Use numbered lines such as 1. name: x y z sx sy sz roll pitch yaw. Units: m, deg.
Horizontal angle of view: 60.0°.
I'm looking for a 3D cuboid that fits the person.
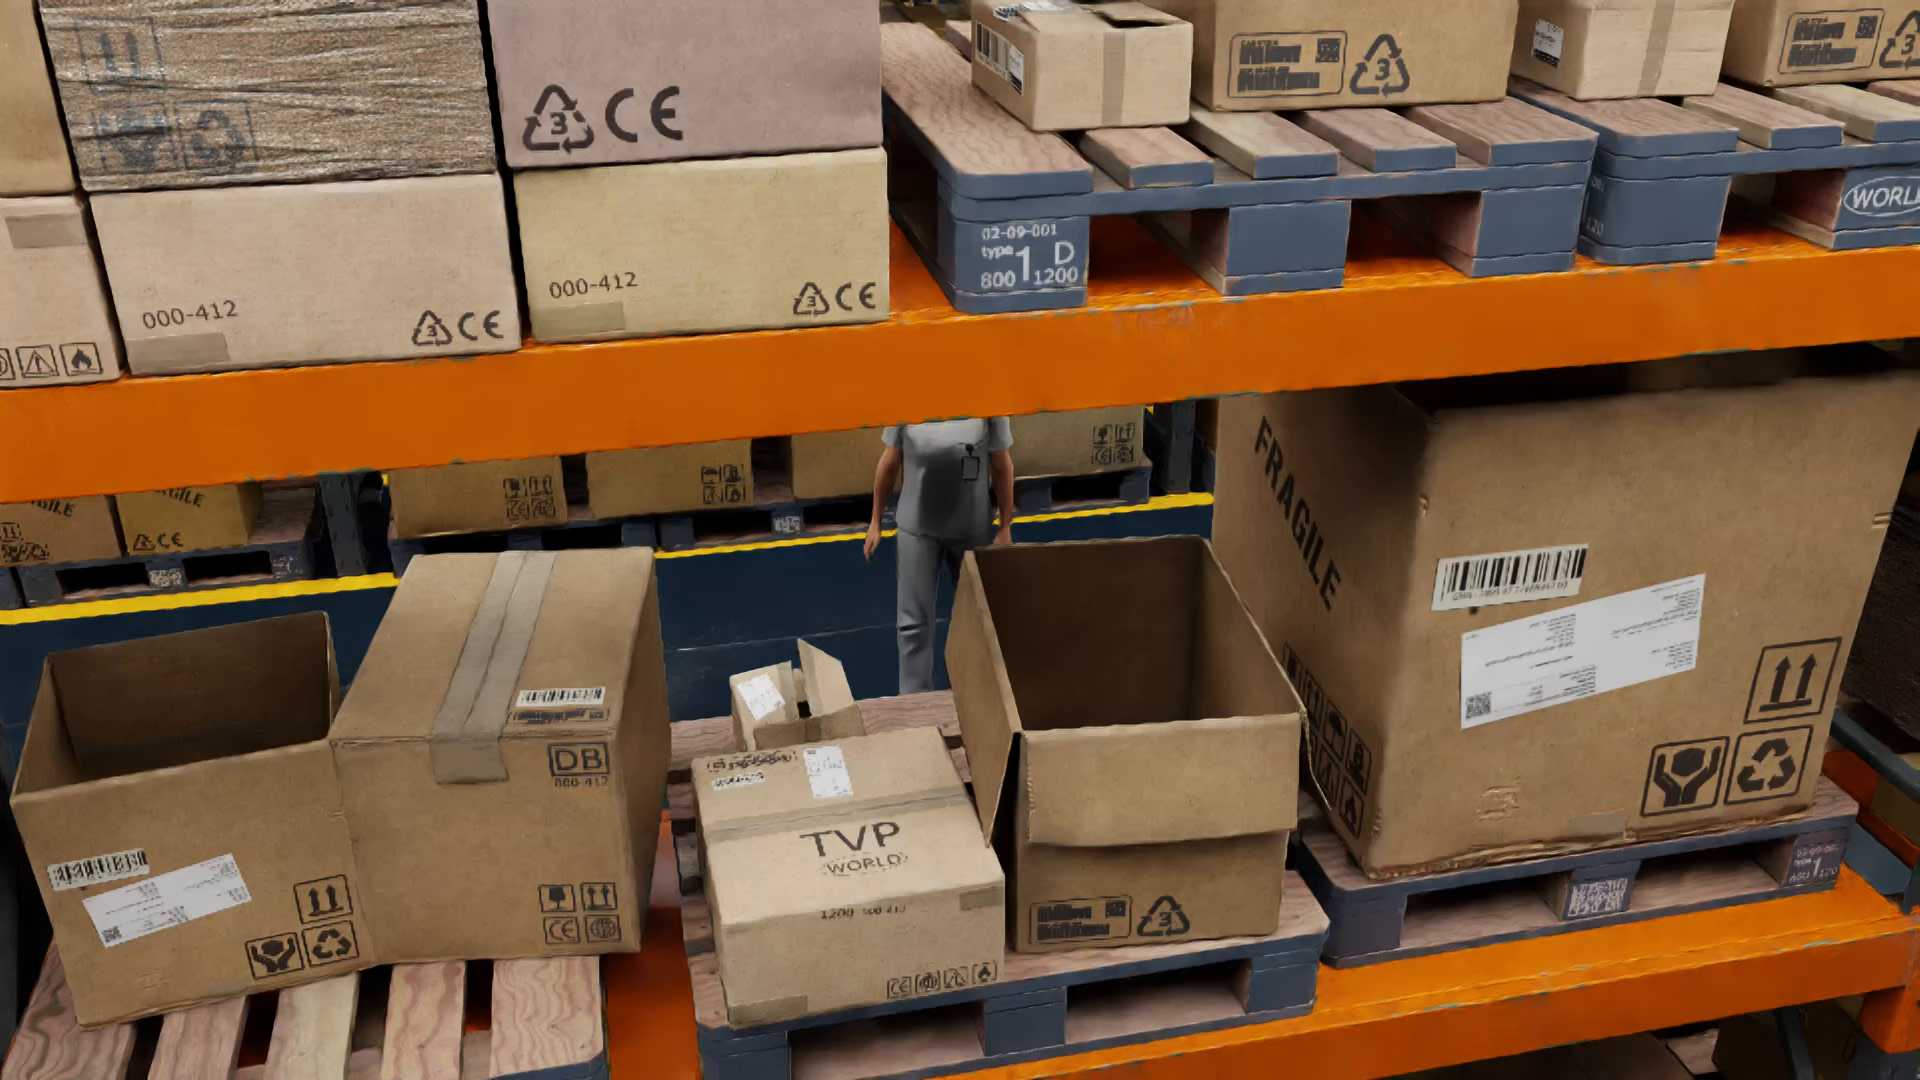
1. person: -0.065 -0.026 6.115 0.577 1.667 0.569 -2 27 -4
